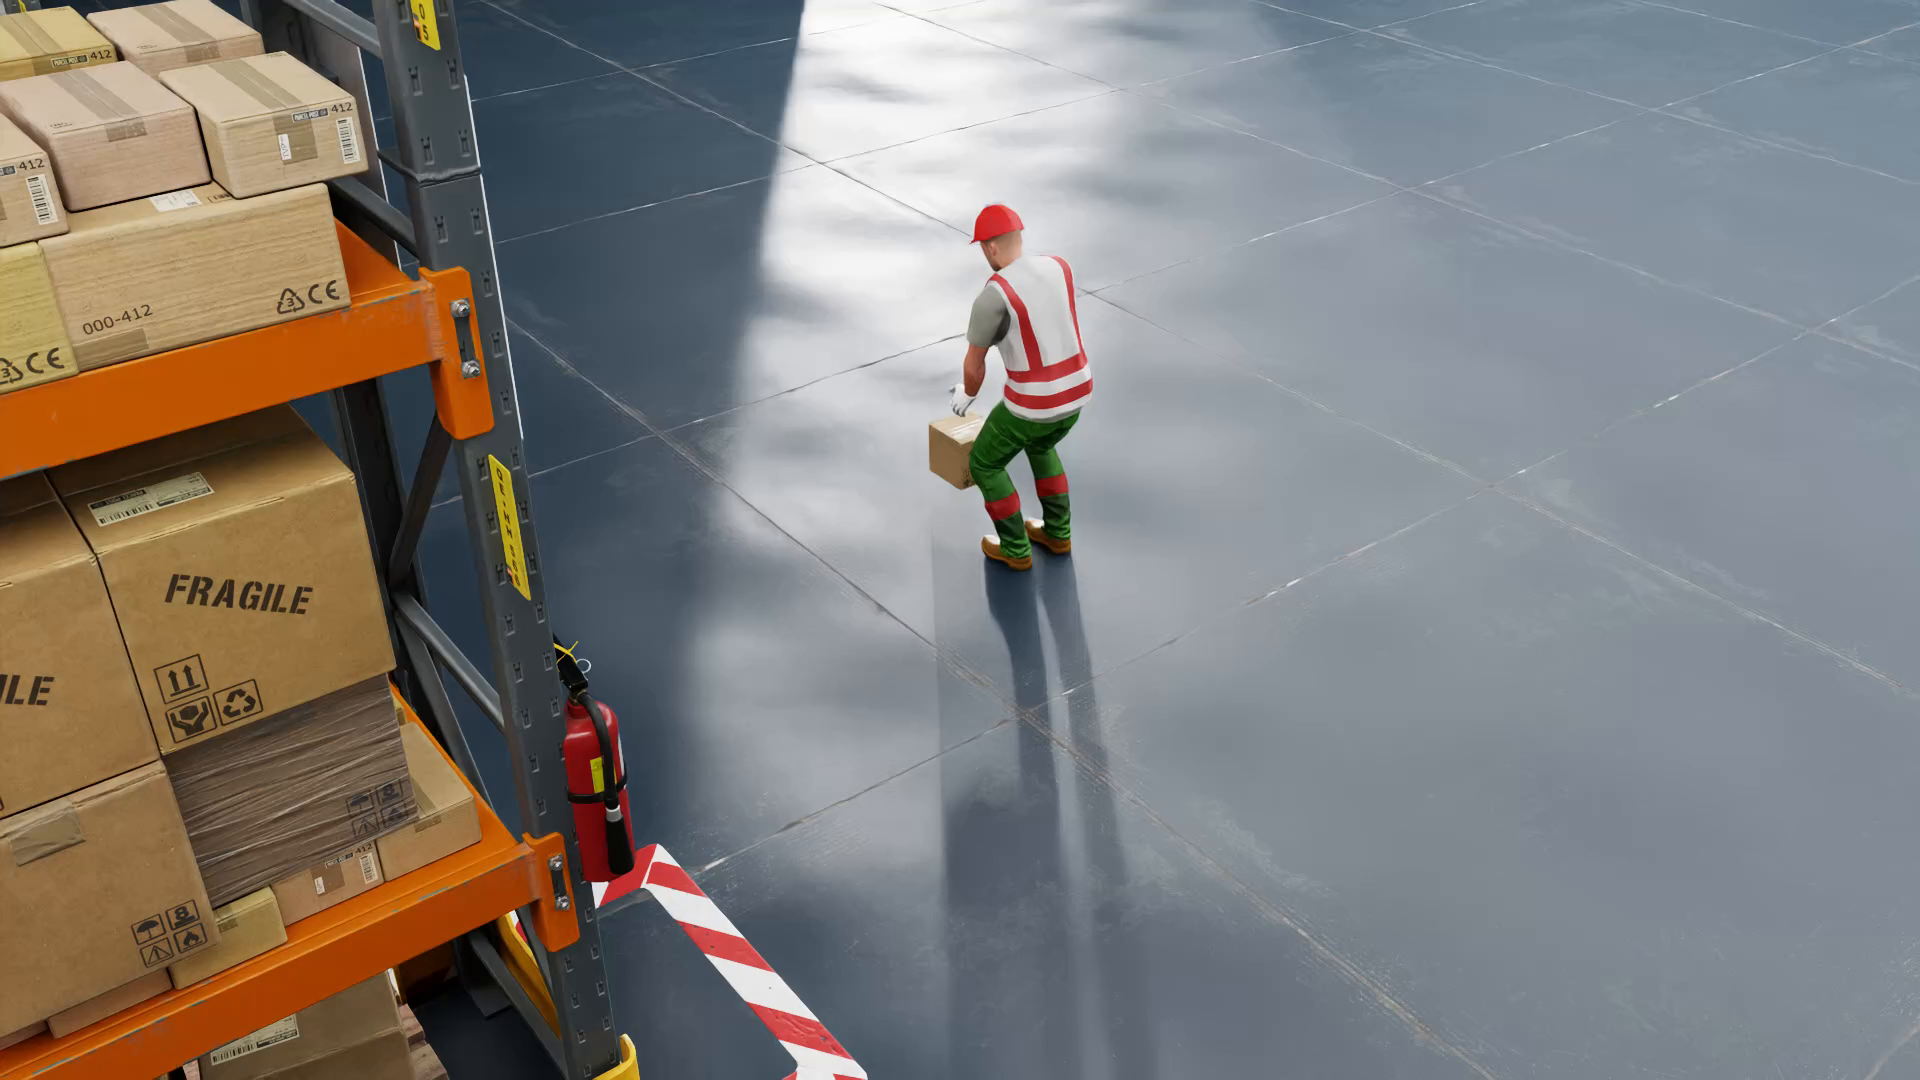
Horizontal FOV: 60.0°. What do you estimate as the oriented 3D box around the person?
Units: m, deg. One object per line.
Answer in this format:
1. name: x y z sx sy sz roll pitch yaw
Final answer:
1. person: 0.263 -0.649 7.312 0.568 1.627 0.602 -22 38 -31
